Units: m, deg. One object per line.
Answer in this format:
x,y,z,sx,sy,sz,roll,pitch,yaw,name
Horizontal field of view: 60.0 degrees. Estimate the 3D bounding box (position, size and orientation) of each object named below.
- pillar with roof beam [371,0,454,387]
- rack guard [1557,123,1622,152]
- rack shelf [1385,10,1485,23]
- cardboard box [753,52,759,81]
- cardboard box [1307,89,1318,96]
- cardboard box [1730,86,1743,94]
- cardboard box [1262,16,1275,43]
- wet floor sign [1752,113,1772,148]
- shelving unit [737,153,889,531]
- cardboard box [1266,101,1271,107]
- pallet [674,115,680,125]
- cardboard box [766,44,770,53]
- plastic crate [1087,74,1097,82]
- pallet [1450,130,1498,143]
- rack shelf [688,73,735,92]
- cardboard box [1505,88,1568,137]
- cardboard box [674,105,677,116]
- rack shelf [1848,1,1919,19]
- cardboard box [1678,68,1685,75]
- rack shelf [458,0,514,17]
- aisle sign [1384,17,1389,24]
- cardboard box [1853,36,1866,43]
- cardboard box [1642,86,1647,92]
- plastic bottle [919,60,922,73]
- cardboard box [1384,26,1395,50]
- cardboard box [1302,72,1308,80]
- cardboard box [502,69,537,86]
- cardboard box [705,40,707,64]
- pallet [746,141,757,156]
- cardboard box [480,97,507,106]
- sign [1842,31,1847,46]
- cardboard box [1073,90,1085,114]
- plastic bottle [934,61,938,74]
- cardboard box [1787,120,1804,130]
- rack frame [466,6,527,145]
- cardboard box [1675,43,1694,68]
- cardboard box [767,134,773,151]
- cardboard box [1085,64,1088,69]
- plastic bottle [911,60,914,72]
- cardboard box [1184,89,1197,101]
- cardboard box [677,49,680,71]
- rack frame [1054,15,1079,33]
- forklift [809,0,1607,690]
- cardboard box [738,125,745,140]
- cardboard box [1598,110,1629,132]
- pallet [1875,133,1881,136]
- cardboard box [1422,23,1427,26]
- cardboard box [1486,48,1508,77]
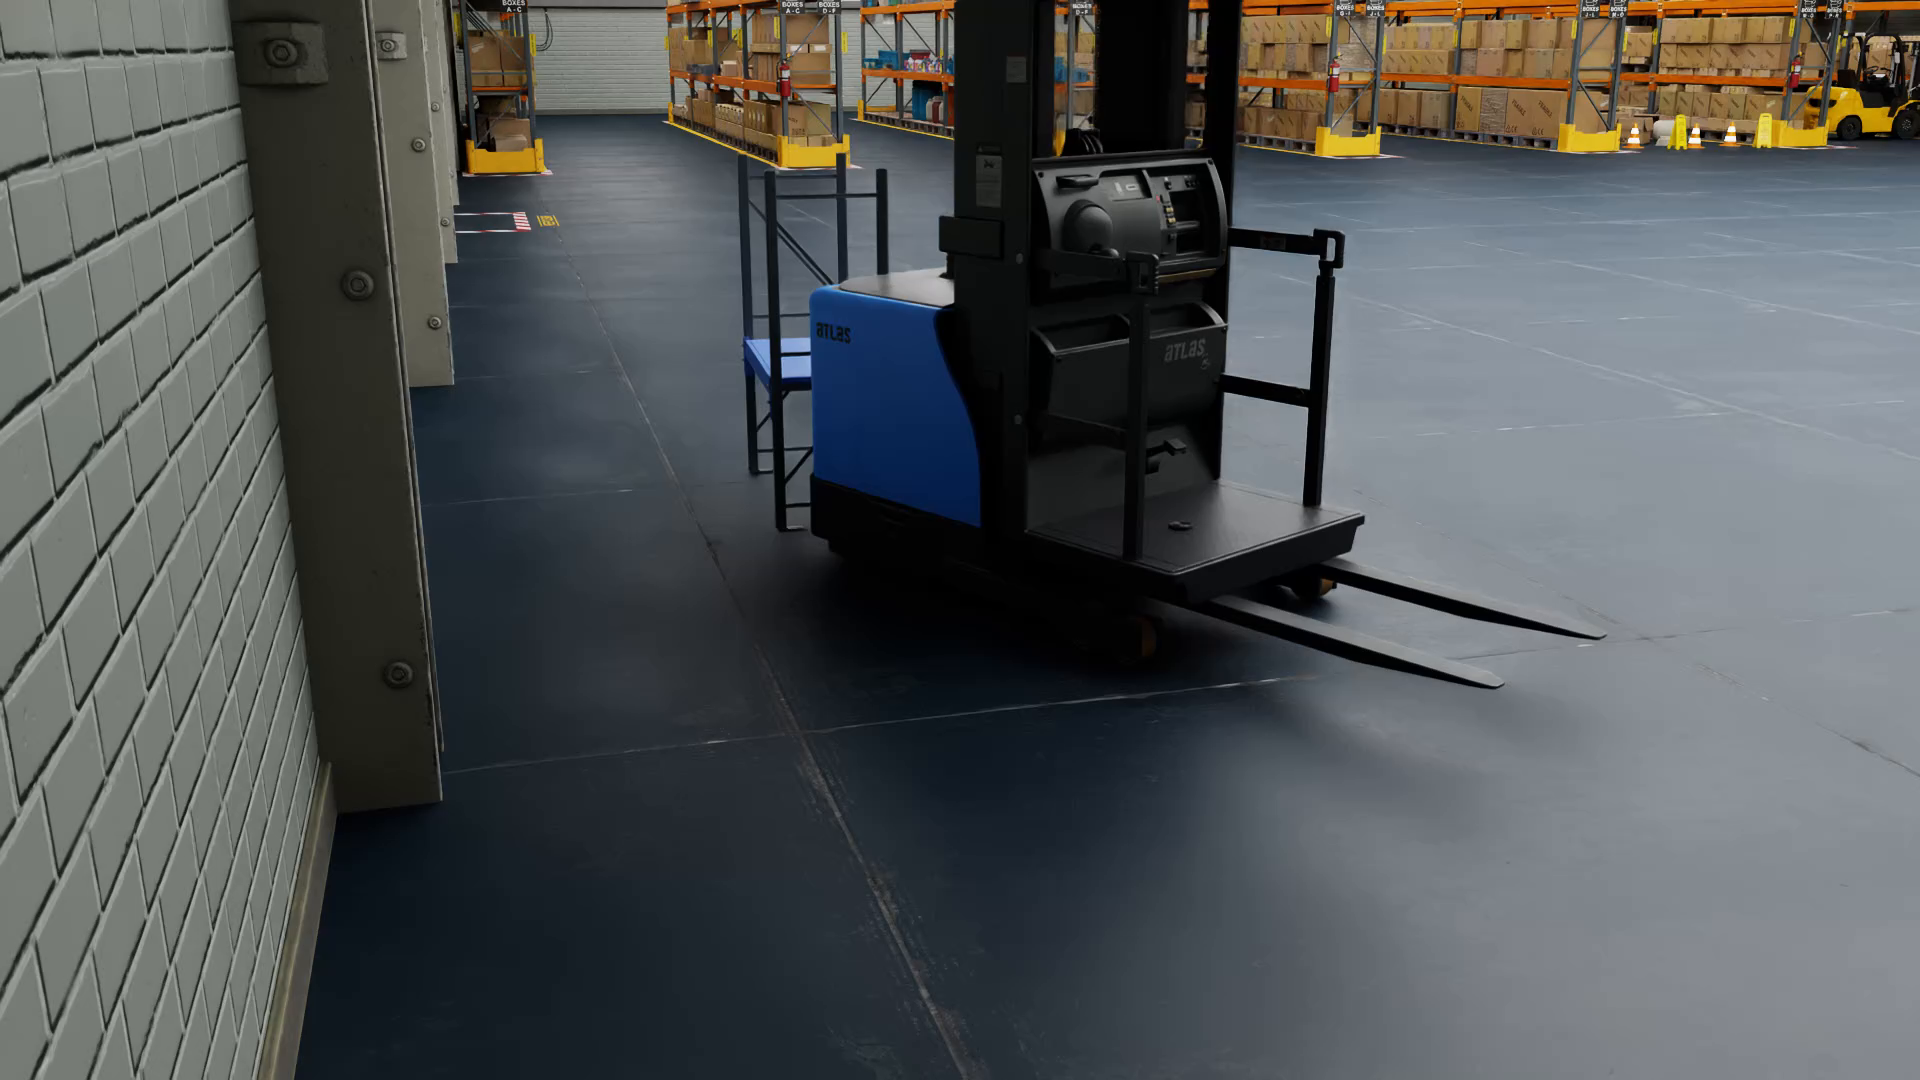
0.865,-5.635,10.070,9.100,9.000,0.400,-5,17,-15,pillar with roof beam
11.895,-7.611,31.419,1.175,0.500,0.348,-5,17,-15,rack guard
12.772,-14.198,45.041,1.077,0.370,4.000,-5,17,-15,rack shelf
-3.406,-8.700,30.527,0.700,0.500,0.500,-5,17,-17,cardboard box
8.824,-10.983,40.613,0.500,0.250,0.500,-4,17,-13,cardboard box
15.917,-9.155,33.833,0.380,0.149,0.250,-4,17,-14,cardboard box
6.147,-9.805,31.950,0.500,0.500,0.500,-5,17,-15,cardboard box
15.643,-7.969,32.360,0.267,0.644,0.232,1,17,4,wet floor sign
-0.659,-0.920,7.409,0.538,1.500,1.048,-4,17,-13,shelving unit
8.112,-11.248,42.891,0.380,0.149,0.250,-6,18,-18,cardboard box
-6.591,-10.517,41.596,1.003,0.211,1.213,-5,17,-15,pallet
-3.151,-8.546,28.887,0.380,0.149,0.250,-5,17,-16,cardboard box
2.392,-8.205,29.512,0.298,0.136,0.250,-5,17,-15,plastic crate
10.922,-8.369,34.445,1.003,0.211,1.213,-5,17,-15,pallet
-5.183,-10.090,36.577,1.077,0.370,4.000,-5,17,-15,rack shelf
11.394,-8.423,32.744,0.875,0.875,0.875,-5,17,-16,cardboard box
-6.818,-10.676,41.295,0.500,0.250,0.500,-5,17,-15,cardboard box
20.842,-11.272,35.301,1.077,0.370,4.000,-5,17,-15,rack shelf
15.520,-9.970,35.367,0.380,0.149,0.250,-5,17,-16,cardboard box
-8.846,-10.027,31.155,1.077,0.370,4.000,-5,17,-15,rack shelf
11.924,-14.901,46.827,0.394,0.787,0.004,-5,17,-15,aisle sign
20.094,-11.123,36.949,0.380,0.149,0.250,-4,17,-14,cardboard box
18.256,-11.925,43.926,0.380,0.149,0.250,-5,17,-16,cardboard box
-0.884,-10.804,37.928,0.097,0.271,0.097,0,17,0,plastic bottle
9.944,-11.289,37.409,0.700,0.500,0.500,-5,17,-16,cardboard box
6.574,-8.597,30.795,0.380,0.149,0.250,-5,17,-15,cardboard box
-7.025,-7.373,26.510,0.500,0.250,0.500,-5,17,-17,cardboard box
-5.188,-10.752,36.630,0.700,0.500,0.500,-10,19,-29,cardboard box
-3.356,-7.216,30.607,1.003,0.211,1.213,-5,17,-15,pallet
-8.785,-8.222,31.386,0.500,0.250,0.500,-5,17,-17,cardboard box
19.773,-11.205,37.164,0.100,0.325,0.005,-5,17,-15,sign
3.442,-11.391,42.622,0.875,0.875,0.875,-5,17,-15,cardboard box
-0.522,-10.439,36.714,0.097,0.271,0.097,0,17,0,plastic bottle
16.664,-8.363,33.628,0.500,0.250,0.500,-5,17,-16,cardboard box
-8.296,-8.382,29.642,1.000,3.000,0.127,-5,17,-15,rack frame
15.534,-10.250,35.169,0.500,0.500,0.500,-5,17,-15,cardboard box
-3.015,-6.815,28.474,0.500,0.250,0.500,-5,17,-15,cardboard box
3.323,-11.779,41.388,0.380,0.149,0.250,-4,17,-14,cardboard box
-1.102,-11.023,38.657,0.097,0.271,0.097,0,17,0,plastic bottle
5.106,-9.853,36.815,0.500,0.250,0.500,-4,17,-13,cardboard box
-6.546,-11.578,40.109,0.500,0.500,0.500,-4,17,-15,cardboard box
2.694,-12.876,44.603,1.000,3.000,0.127,-5,17,-15,rack frame
0.756,-1.152,5.693,1.130,2.935,3.031,-15,22,-40,forklift
-3.927,-7.750,31.589,0.500,0.250,0.500,-5,17,-16,cardboard box
13.438,-8.647,34.627,0.797,0.637,0.503,-5,17,-15,cardboard box
20.470,-9.175,37.129,1.003,0.211,1.213,-5,17,-15,pallet
12.641,-13.809,44.670,0.380,0.149,0.250,-5,17,-16,cardboard box
11.110,-9.582,33.378,0.875,0.550,0.550,-5,17,-15,cardboard box
